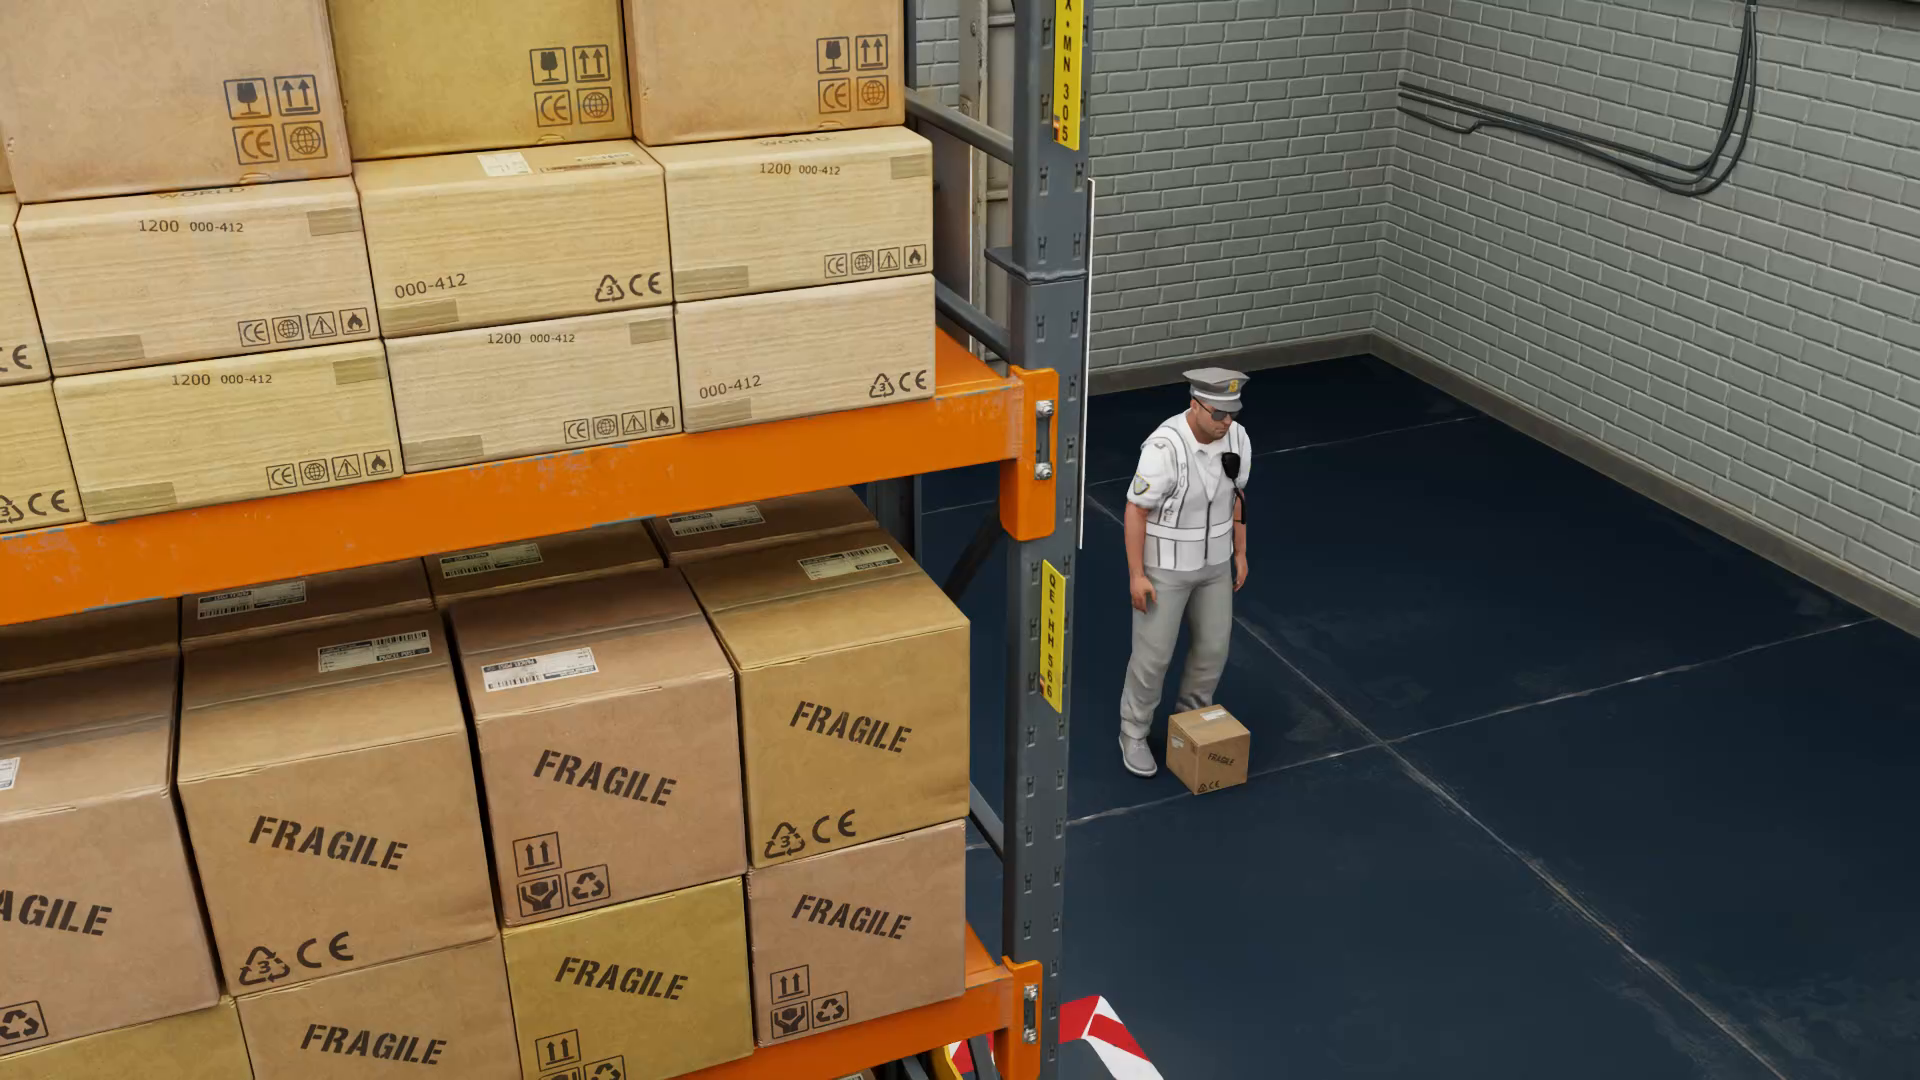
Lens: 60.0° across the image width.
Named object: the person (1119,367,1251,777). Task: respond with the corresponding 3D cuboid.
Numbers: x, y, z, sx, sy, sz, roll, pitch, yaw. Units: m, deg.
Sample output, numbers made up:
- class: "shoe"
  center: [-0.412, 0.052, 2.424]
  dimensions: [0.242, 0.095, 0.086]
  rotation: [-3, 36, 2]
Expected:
- class: "person"
  center: [0.940, 0.103, 6.890]
  dimensions: [0.601, 1.747, 0.480]
  rotation: [-12, 28, -24]
